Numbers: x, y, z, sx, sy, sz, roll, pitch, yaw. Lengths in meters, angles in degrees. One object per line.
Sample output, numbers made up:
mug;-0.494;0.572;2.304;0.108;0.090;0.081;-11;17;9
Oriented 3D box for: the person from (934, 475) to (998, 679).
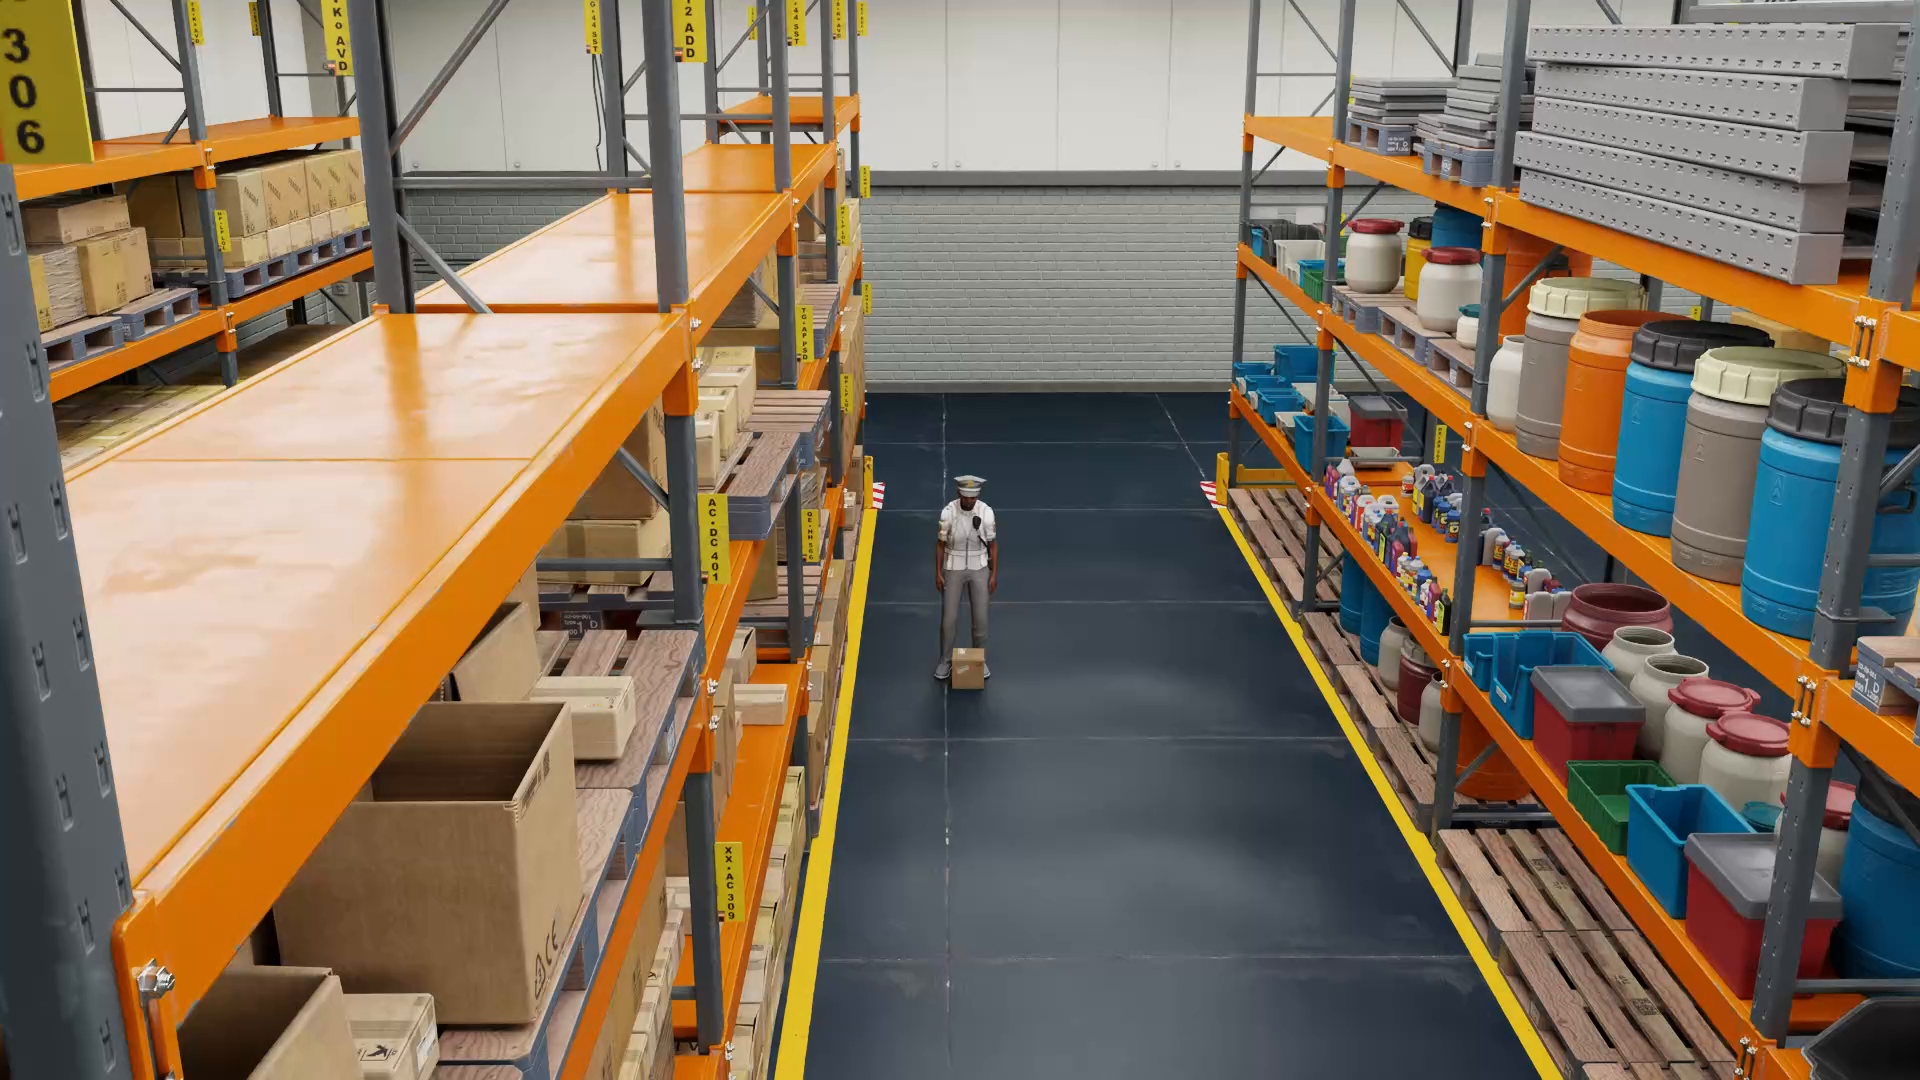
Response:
person;0.046;0.276;13.181;0.505;1.659;0.392;0;17;0
